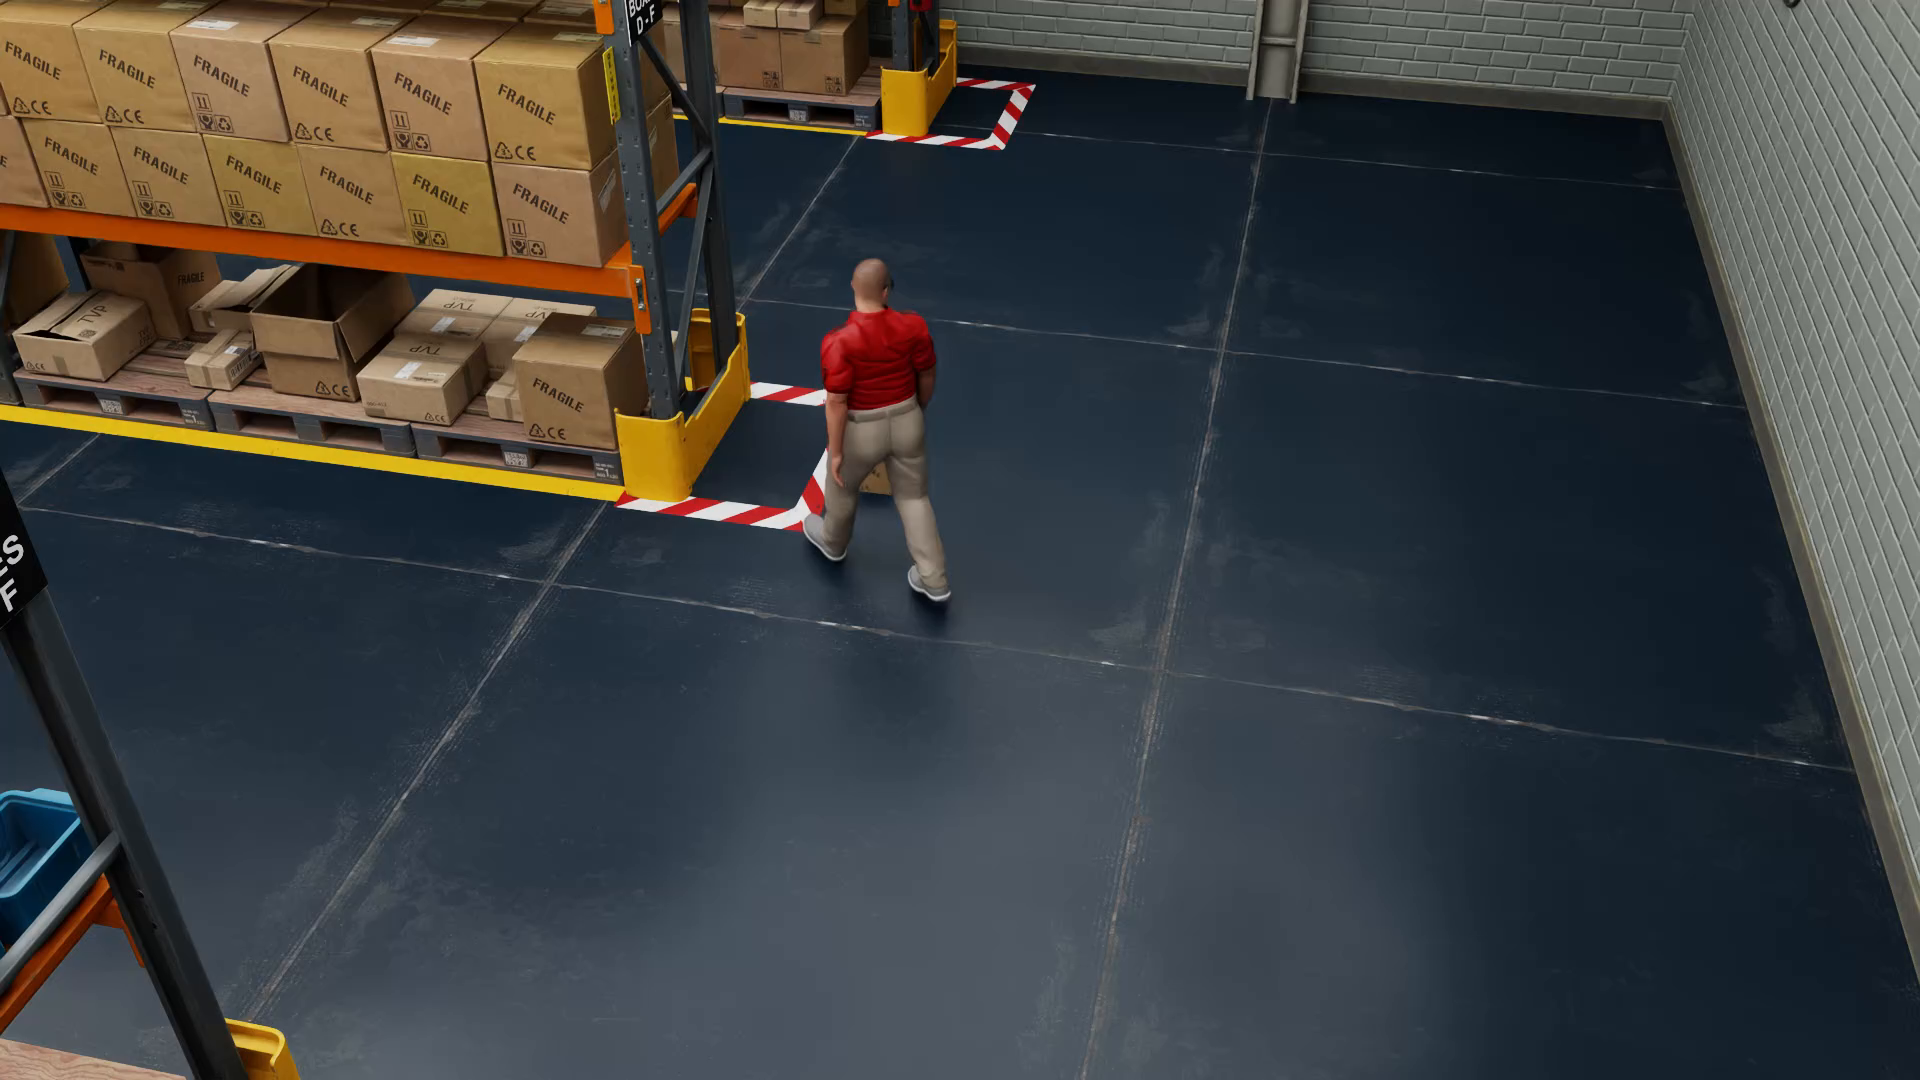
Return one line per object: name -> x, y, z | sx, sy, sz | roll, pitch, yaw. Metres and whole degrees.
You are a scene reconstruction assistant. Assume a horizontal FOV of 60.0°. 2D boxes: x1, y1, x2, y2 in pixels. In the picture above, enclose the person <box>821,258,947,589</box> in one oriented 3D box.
person -> -0.357, -0.521, 7.628 | 0.558, 1.631, 0.711 | -14, 39, -18
